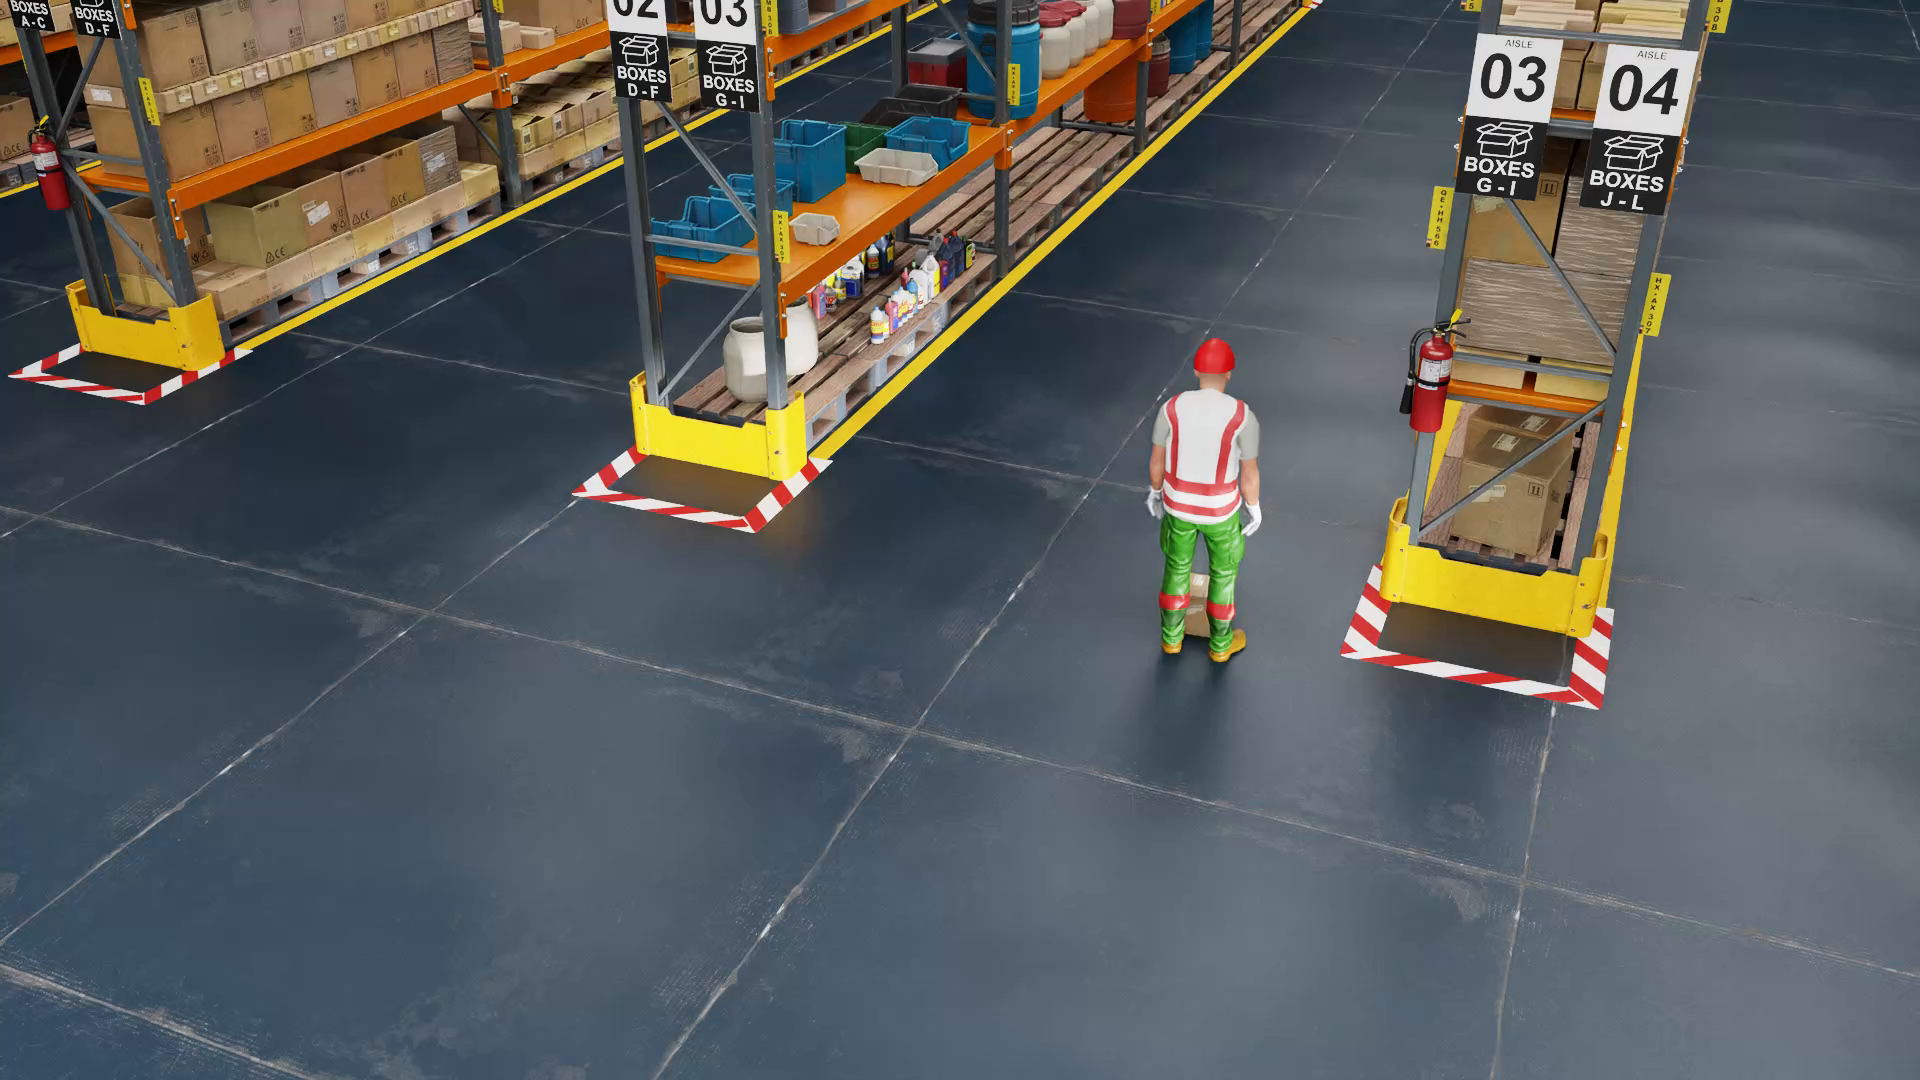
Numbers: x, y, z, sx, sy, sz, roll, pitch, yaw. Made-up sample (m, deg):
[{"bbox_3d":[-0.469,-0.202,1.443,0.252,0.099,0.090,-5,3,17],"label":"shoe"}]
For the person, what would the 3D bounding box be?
[{"bbox_3d":[1.284,-0.195,8.735,0.608,1.777,0.452,11,31,19],"label":"person"}]
